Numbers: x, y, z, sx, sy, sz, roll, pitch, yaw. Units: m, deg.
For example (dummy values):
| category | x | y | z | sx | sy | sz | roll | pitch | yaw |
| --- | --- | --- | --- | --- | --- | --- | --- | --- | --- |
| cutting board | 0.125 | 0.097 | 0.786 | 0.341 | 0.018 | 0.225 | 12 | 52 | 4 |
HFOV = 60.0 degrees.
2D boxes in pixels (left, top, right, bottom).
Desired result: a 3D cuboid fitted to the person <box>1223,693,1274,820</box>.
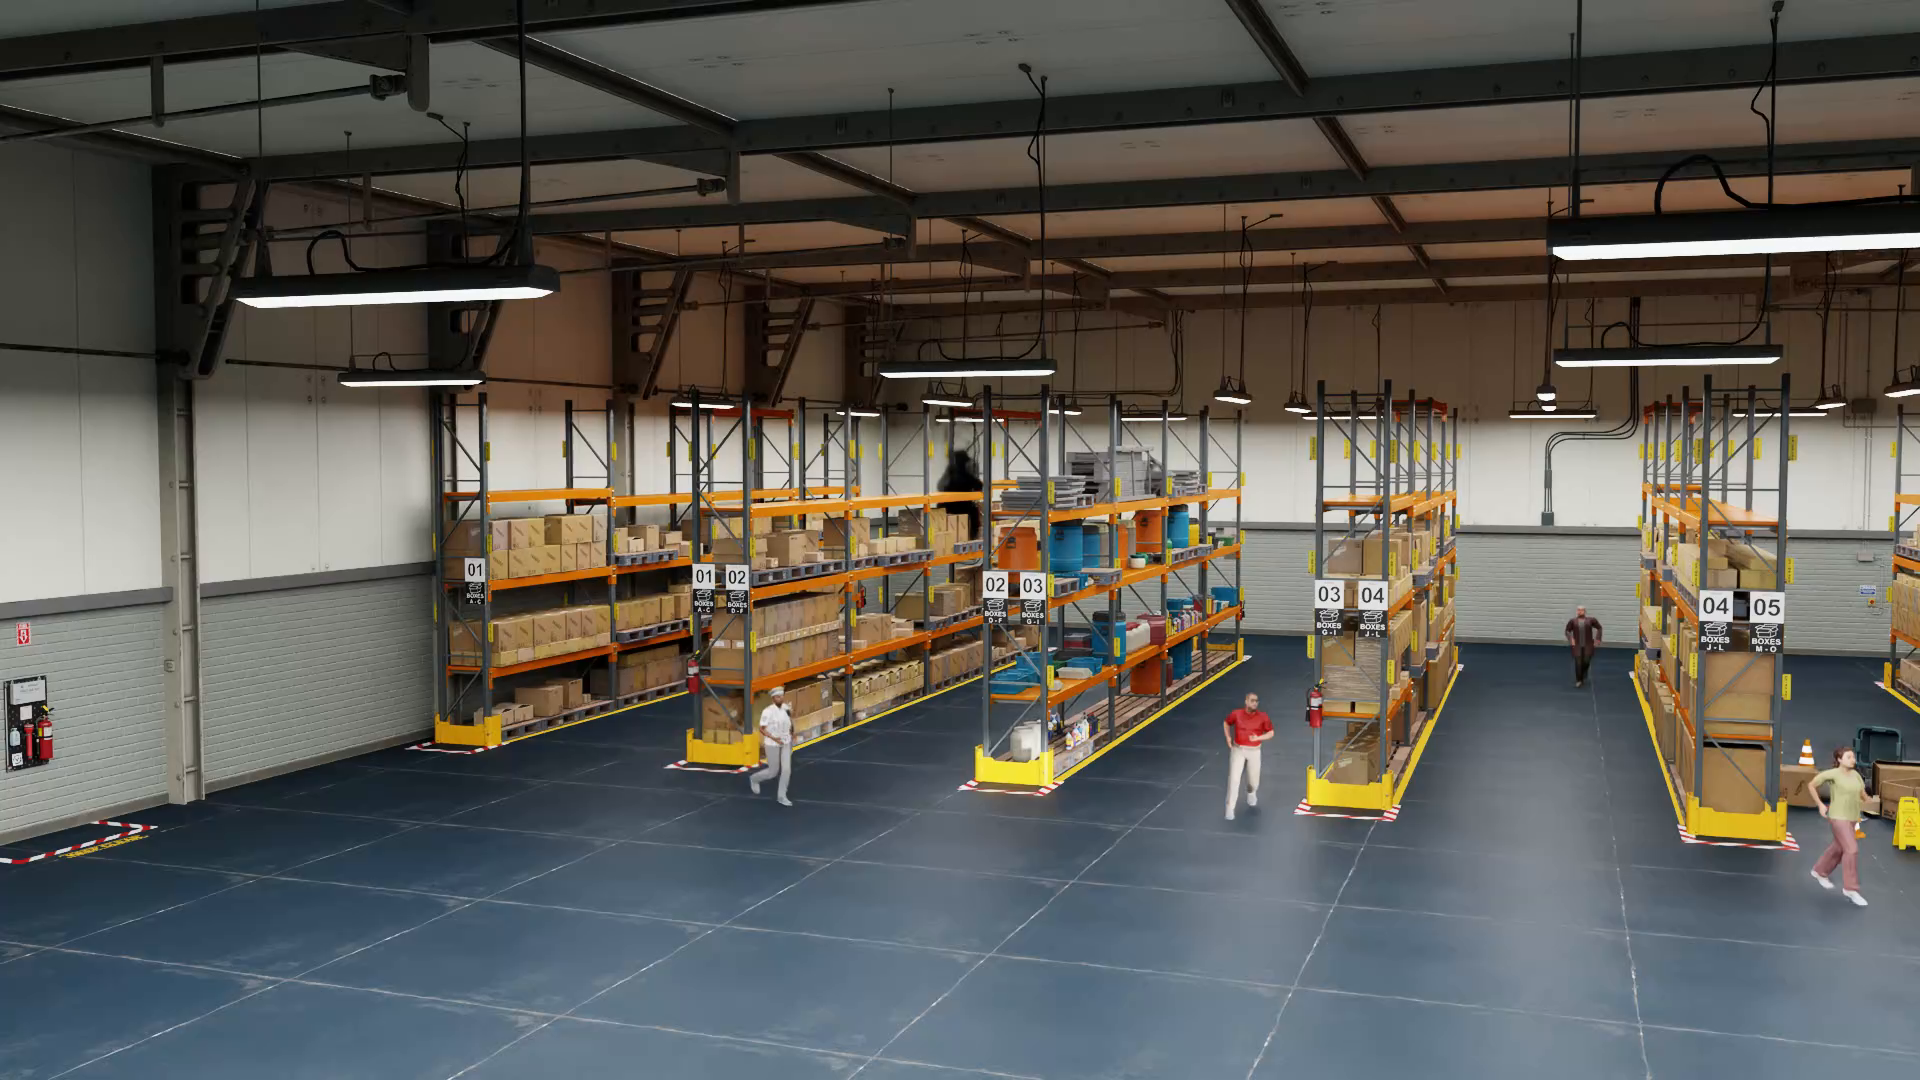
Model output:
| category | x | y | z | sx | sy | sz | roll | pitch | yaw |
| --- | --- | --- | --- | --- | --- | --- | --- | --- | --- |
| person | 3.984 | 2.961 | 22.968 | 0.690 | 1.707 | 0.861 | 0 | 3 | 7 |

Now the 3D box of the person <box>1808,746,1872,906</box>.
| category | x | y | z | sx | sy | sz | roll | pitch | yaw |
| --- | --- | --- | --- | --- | --- | --- | --- | --- | --- |
| person | 9.886 | 3.154 | 18.638 | 0.554 | 1.705 | 0.835 | -1 | 3 | -22 |

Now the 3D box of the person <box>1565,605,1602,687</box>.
| category | x | y | z | sx | sy | sz | roll | pitch | yaw |
| --- | --- | --- | --- | --- | --- | --- | --- | --- | --- |
| person | 13.247 | 2.262 | 35.369 | 0.744 | 1.744 | 0.699 | 1 | 3 | 25 |

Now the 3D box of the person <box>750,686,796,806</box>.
| category | x | y | z | sx | sy | sz | roll | pitch | yaw |
| --- | --- | --- | --- | --- | --- | --- | --- | --- | --- |
| person | -2.632 | 2.914 | 23.740 | 0.586 | 1.696 | 0.756 | -3 | 4 | -44 |
